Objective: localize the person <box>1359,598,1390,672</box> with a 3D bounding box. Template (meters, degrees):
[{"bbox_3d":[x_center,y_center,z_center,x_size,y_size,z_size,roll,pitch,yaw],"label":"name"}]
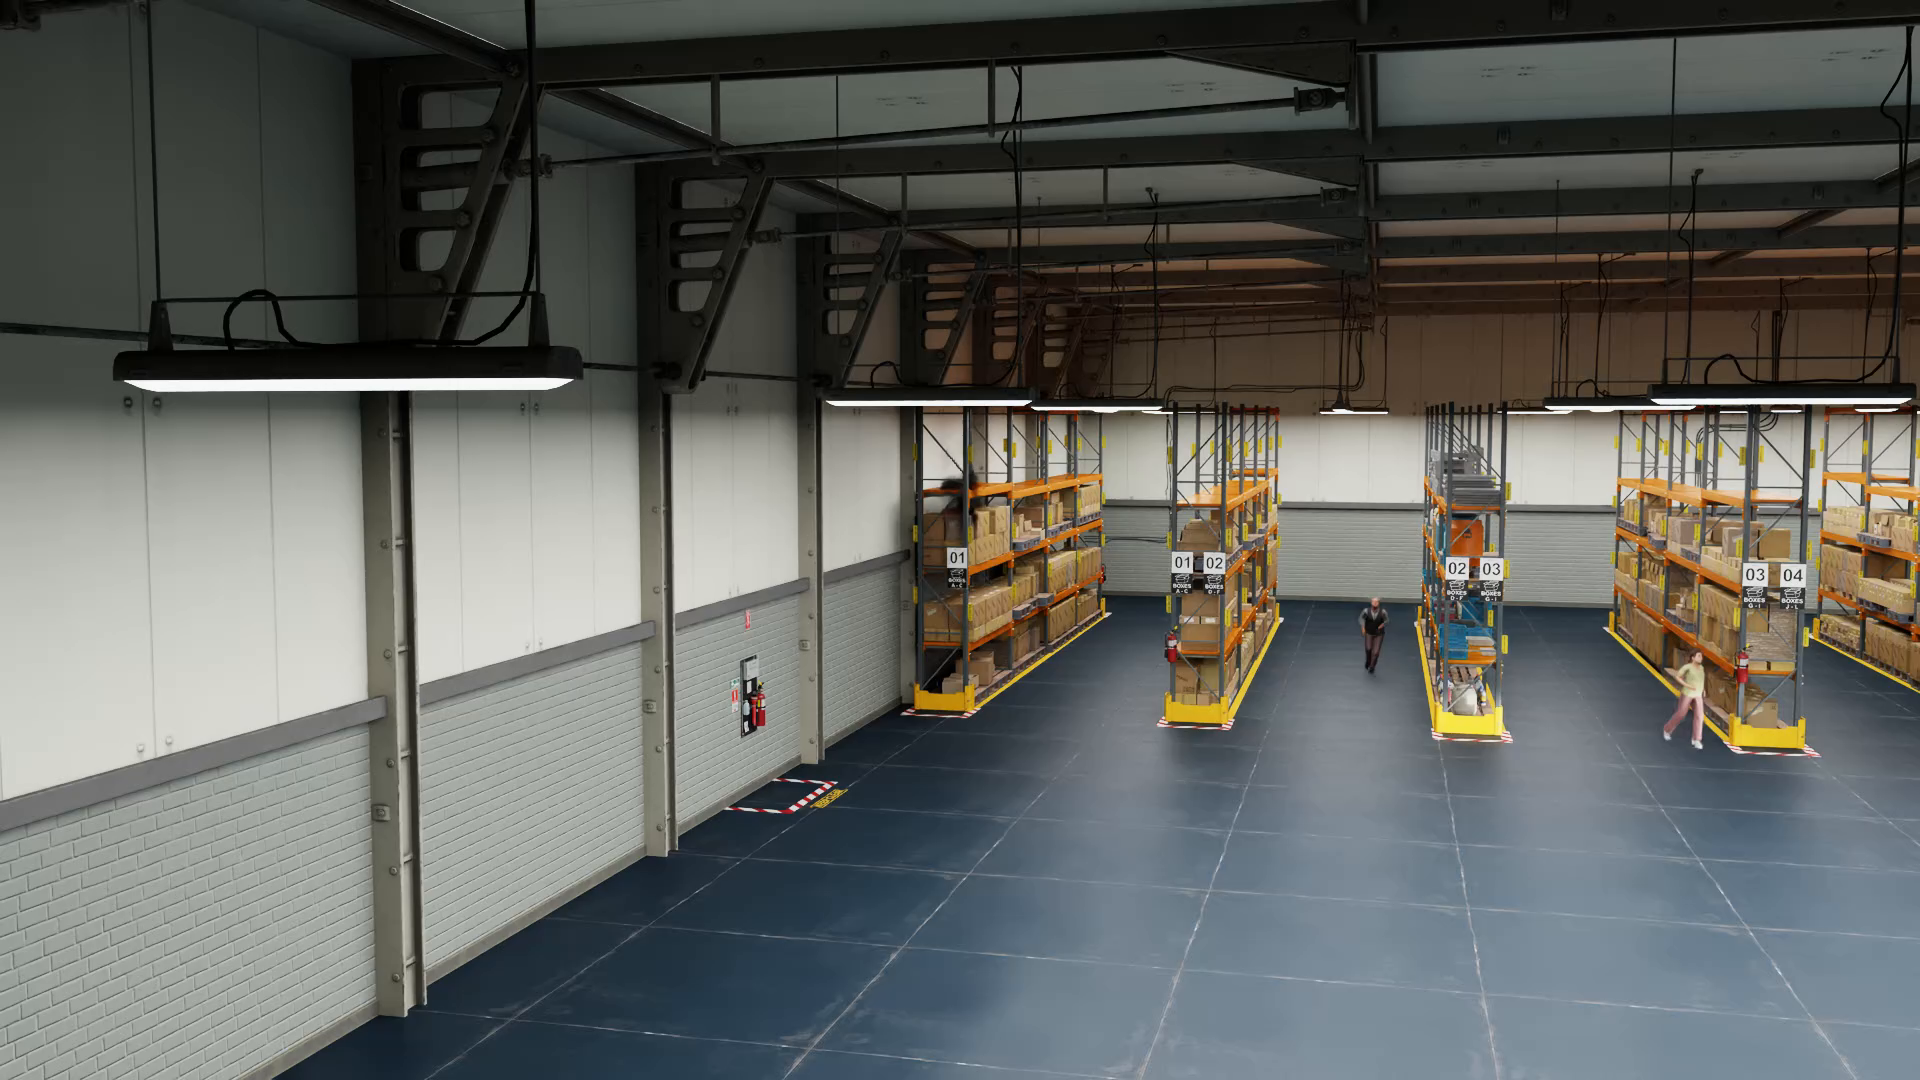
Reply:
[{"bbox_3d":[9.272,2.128,37.211,0.660,1.679,0.639,1,4,12],"label":"person"}]

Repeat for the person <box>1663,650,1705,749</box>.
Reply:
[{"bbox_3d":[12.789,2.741,29.024,0.644,1.660,0.931,-1,4,-11],"label":"person"}]
